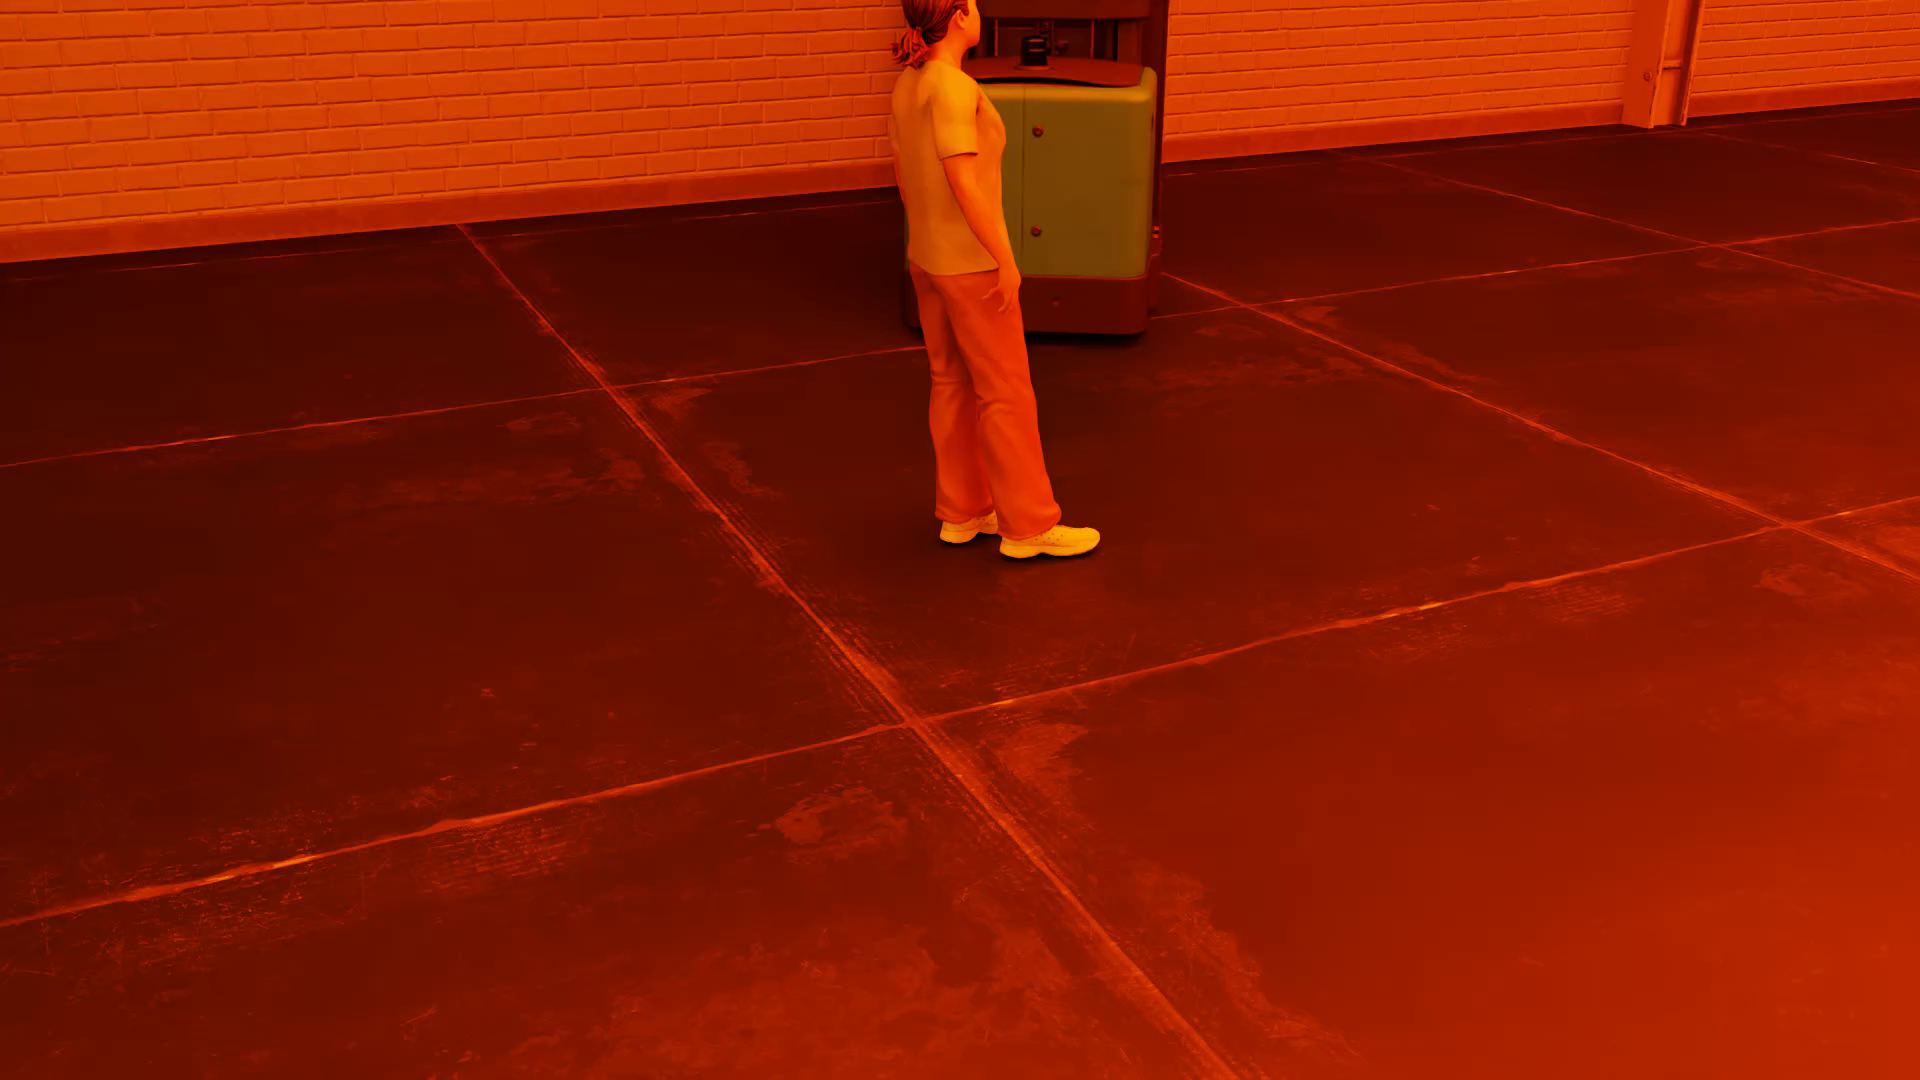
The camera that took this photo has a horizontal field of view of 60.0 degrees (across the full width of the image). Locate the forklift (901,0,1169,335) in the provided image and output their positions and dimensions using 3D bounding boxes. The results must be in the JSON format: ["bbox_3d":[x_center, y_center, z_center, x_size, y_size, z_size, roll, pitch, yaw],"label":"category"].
[{"bbox_3d":[0.460,-2.747,7.898,1.130,2.935,3.031,3,23,7],"label":"forklift"}]

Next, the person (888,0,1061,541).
[{"bbox_3d":[0.013,-0.812,4.772,0.427,1.609,0.535,-10,25,-23],"label":"person"}]
